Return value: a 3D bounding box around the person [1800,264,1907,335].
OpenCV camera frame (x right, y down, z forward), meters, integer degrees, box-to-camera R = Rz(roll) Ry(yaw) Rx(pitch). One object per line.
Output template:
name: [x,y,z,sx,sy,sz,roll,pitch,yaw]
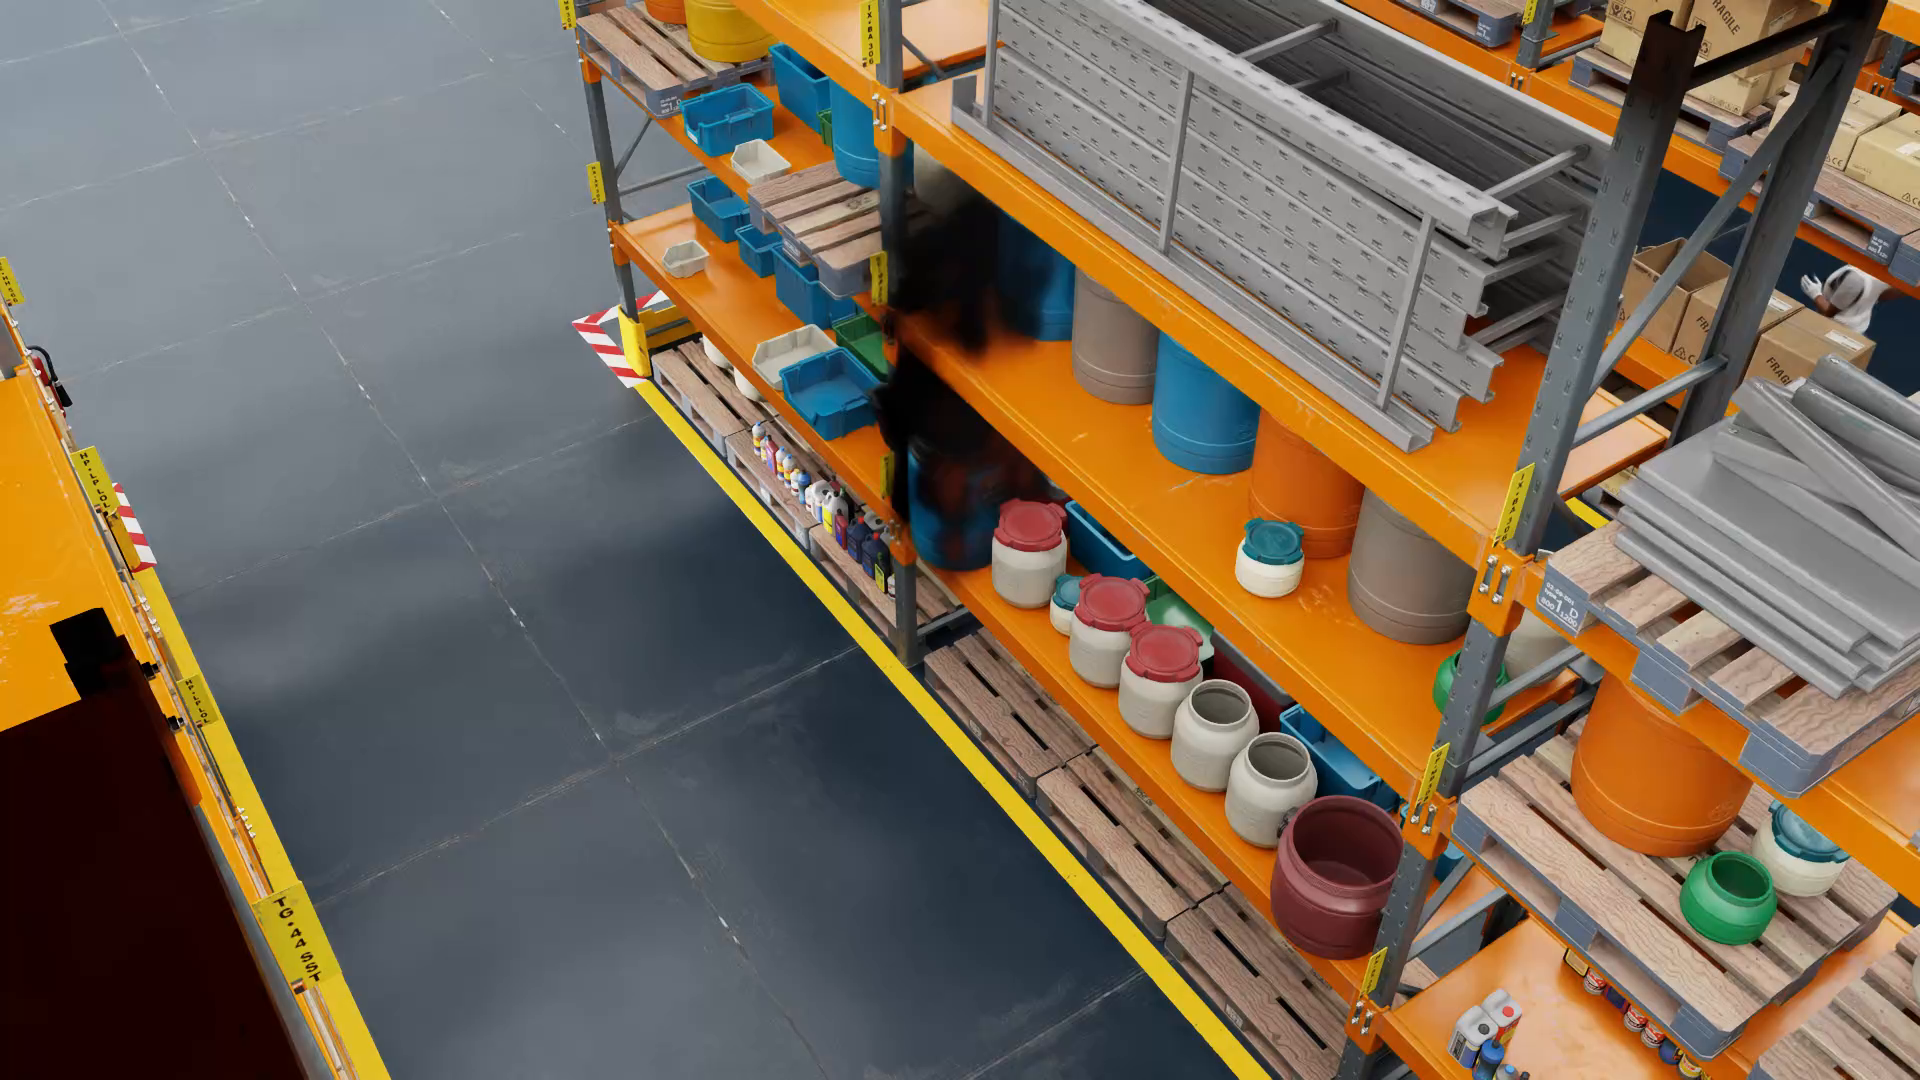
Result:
person: [6.421,-1.546,12.131,0.696,1.762,0.941,-27,49,-26]
